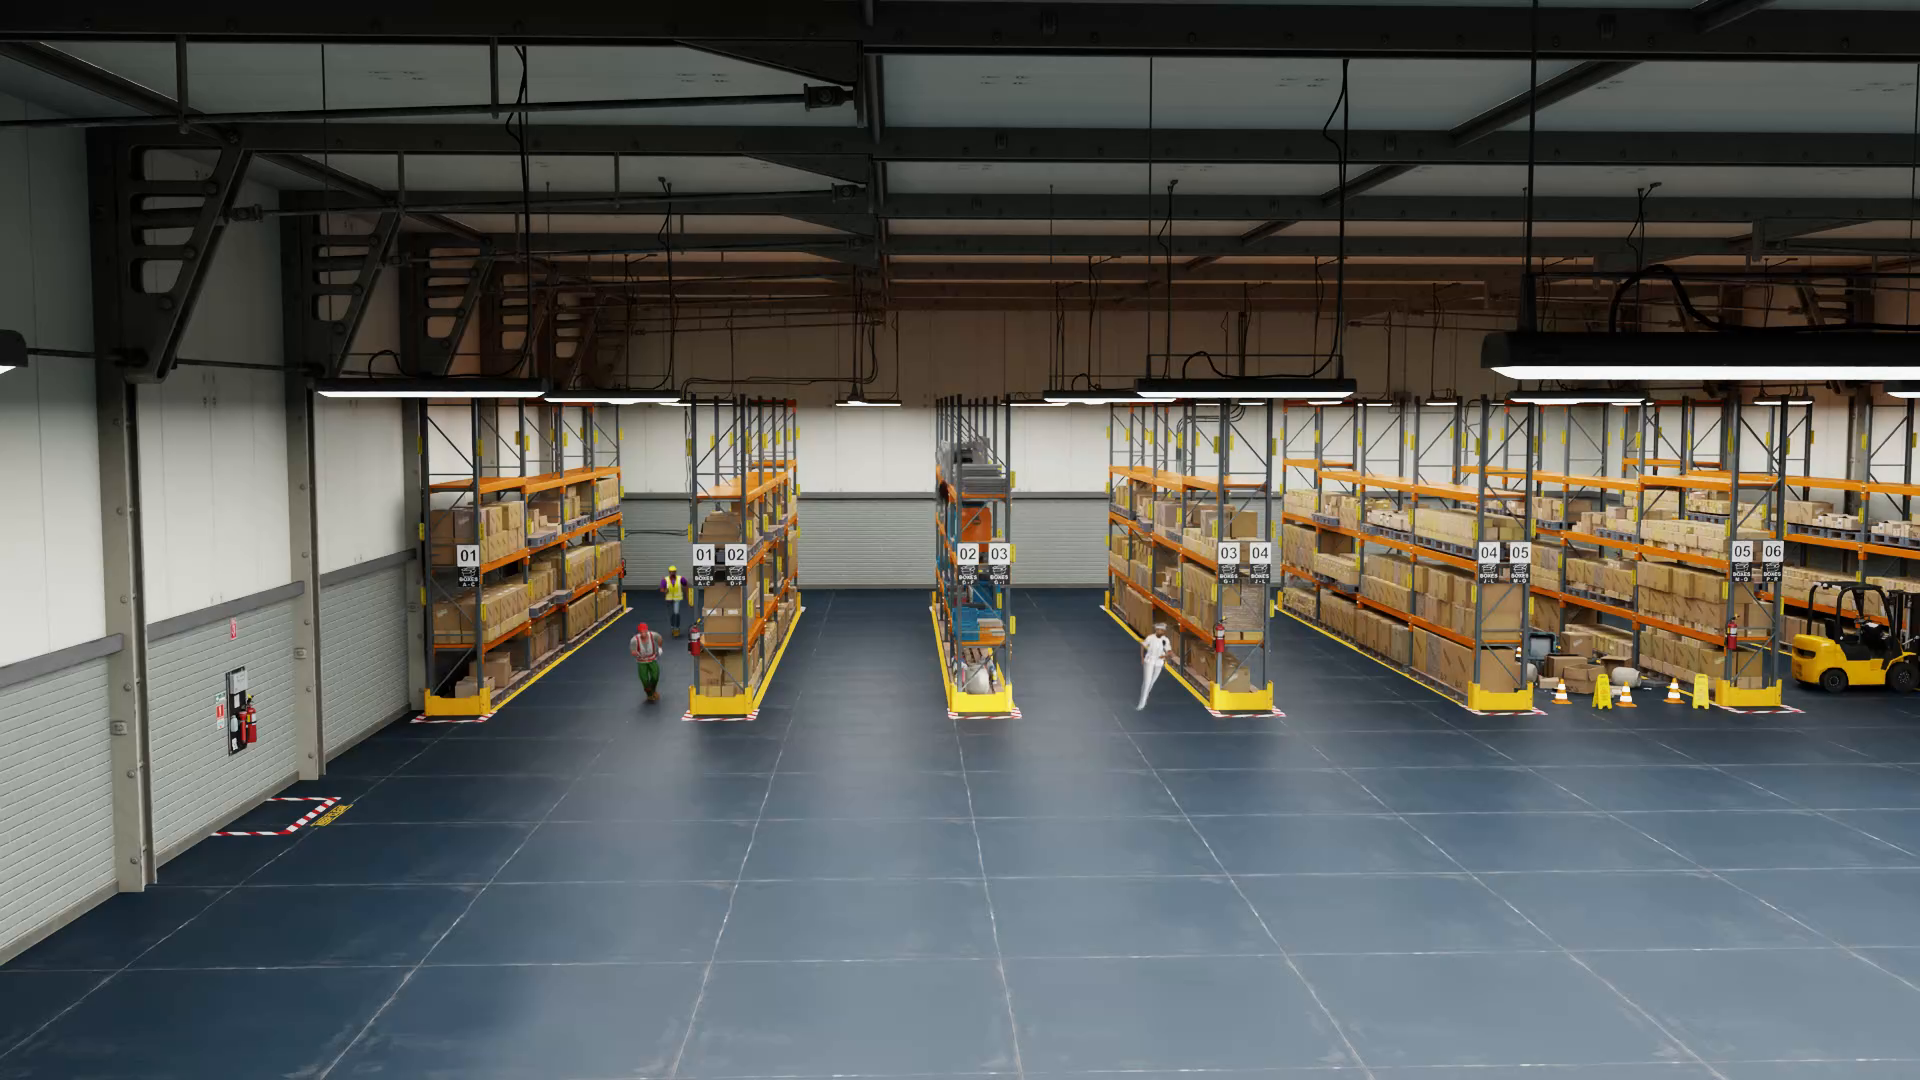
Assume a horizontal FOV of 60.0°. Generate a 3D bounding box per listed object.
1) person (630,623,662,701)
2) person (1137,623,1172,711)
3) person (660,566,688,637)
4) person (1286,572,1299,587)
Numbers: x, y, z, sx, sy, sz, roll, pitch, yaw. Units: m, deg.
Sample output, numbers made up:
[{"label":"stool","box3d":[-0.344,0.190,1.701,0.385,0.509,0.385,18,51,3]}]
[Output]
[{"label":"person","box3d":[-6.082,2.374,32.276,0.627,1.587,0.882,-1,5,-12]},{"label":"person","box3d":[3.683,2.396,31.939,0.749,1.648,0.792,-1,5,-9]},{"label":"person","box3d":[-7.213,1.550,41.905,0.658,1.811,0.832,0,4,2]},{"label":"person","box3d":[9.832,1.040,48.706,0.666,1.724,0.742,0,4,-1]}]
